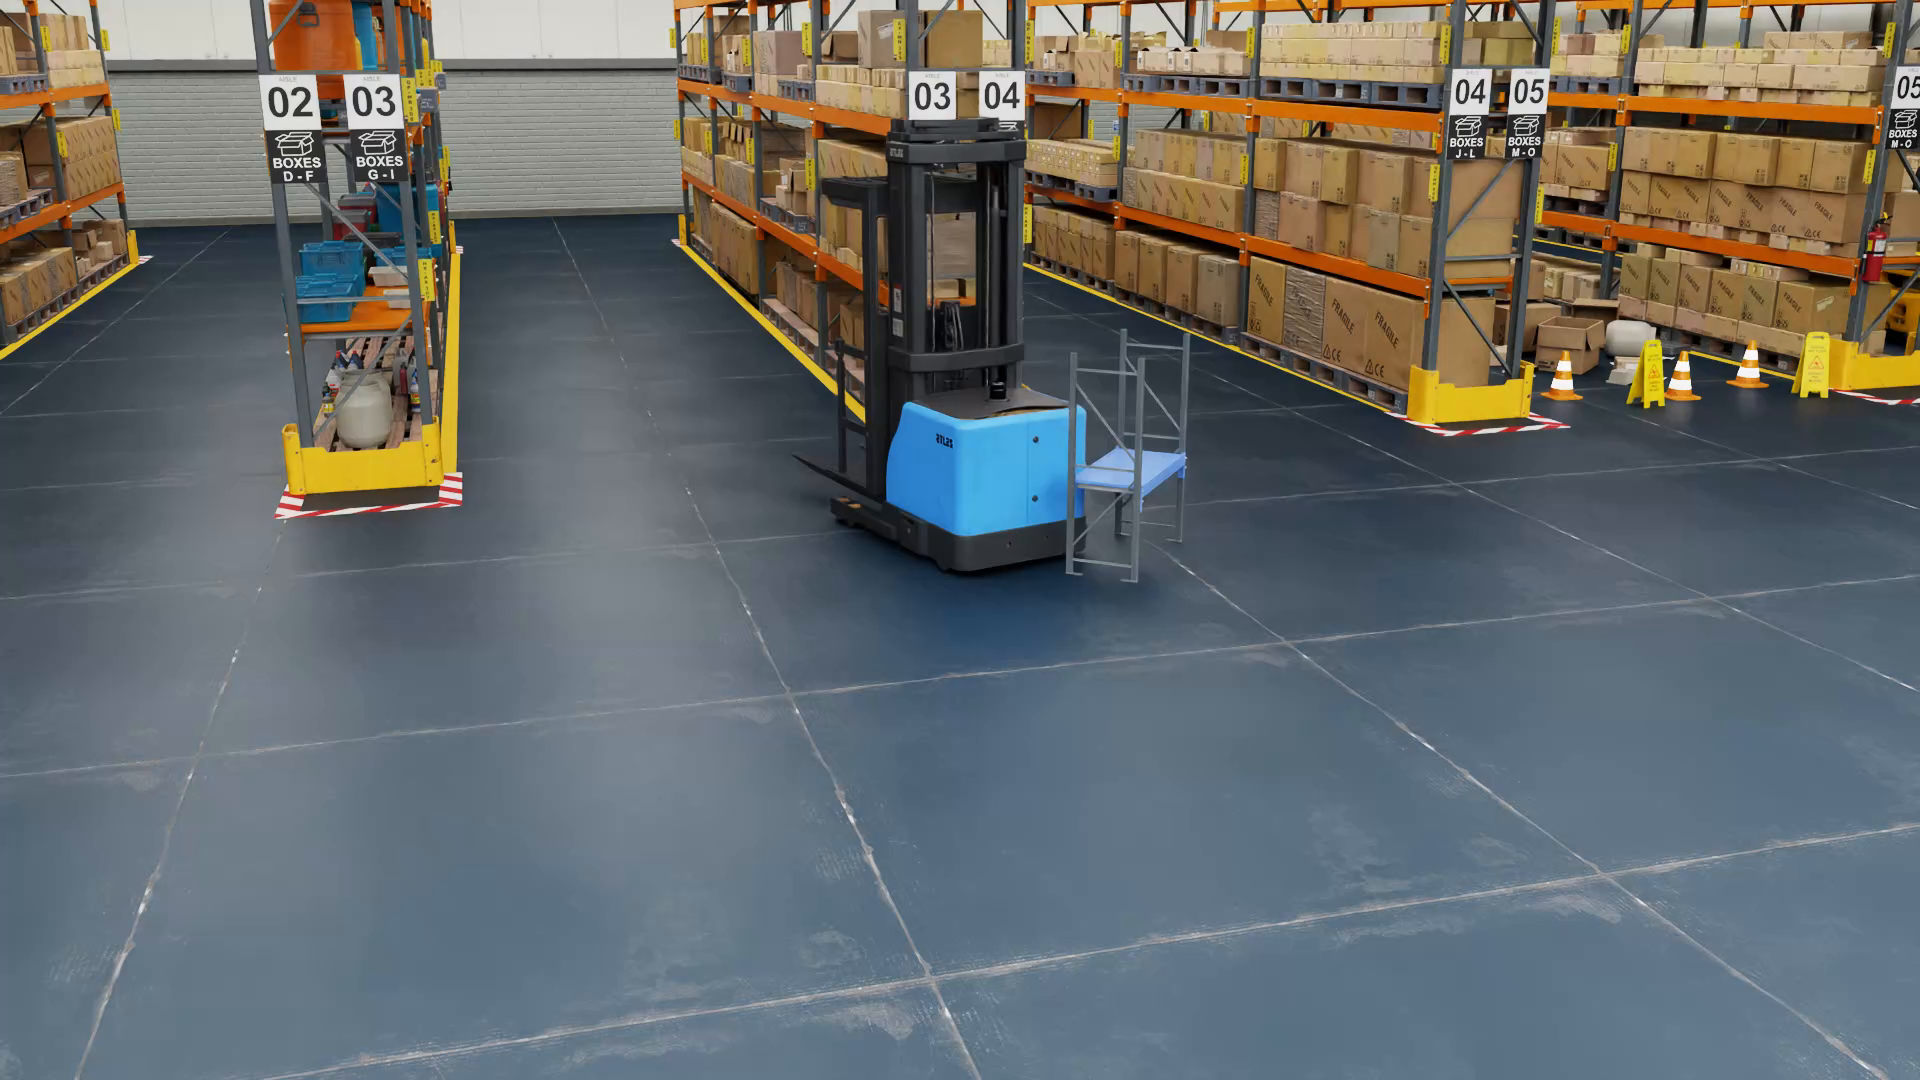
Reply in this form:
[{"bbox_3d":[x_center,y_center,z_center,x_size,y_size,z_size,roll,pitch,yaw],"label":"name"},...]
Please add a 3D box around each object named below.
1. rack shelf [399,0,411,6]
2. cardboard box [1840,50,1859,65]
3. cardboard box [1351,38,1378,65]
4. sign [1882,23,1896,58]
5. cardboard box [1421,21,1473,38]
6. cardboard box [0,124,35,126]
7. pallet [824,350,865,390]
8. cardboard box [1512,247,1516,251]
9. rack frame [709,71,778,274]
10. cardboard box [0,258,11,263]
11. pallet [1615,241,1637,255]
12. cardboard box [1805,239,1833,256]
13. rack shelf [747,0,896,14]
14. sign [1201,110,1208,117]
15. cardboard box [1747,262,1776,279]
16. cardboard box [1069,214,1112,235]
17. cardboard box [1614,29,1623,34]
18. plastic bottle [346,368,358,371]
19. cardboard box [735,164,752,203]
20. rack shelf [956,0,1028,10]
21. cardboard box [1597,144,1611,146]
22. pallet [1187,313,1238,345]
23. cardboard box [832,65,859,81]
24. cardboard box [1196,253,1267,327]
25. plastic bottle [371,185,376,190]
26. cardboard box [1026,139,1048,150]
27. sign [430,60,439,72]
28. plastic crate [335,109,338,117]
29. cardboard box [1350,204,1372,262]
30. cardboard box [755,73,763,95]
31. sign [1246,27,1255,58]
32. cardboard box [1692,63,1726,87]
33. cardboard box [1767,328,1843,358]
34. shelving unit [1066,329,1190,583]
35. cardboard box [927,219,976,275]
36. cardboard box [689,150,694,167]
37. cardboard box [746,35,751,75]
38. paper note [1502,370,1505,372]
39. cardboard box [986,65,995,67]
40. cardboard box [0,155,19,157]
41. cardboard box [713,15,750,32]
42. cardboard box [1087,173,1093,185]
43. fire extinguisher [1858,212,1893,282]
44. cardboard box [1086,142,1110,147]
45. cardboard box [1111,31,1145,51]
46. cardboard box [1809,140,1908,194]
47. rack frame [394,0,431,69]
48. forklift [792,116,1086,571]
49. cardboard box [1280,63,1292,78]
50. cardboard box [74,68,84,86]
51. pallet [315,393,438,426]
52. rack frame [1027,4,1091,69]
[{"bbox_3d":[-5.266,-4.755,14.086,1.077,0.370,4.000,-5,17,-15],"label":"rack shelf"},{"bbox_3d":[9.163,-4.883,16.830,0.380,0.149,0.250,-4,17,-14],"label":"cardboard box"},{"bbox_3d":[4.165,-4.768,16.235,0.500,0.250,0.500,-5,17,-16],"label":"cardboard box"},{"bbox_3d":[9.035,-4.862,16.172,0.100,0.325,0.005,-5,17,-15],"label":"sign"},{"bbox_3d":[4.423,-4.634,15.098,0.380,0.149,0.250,-5,17,-15],"label":"cardboard box"},{"bbox_3d":[-13.310,-5.581,23.407,0.500,0.500,0.500,-5,17,-16],"label":"cardboard box"},{"bbox_3d":[-0.835,-1.844,17.726,1.003,0.211,1.213,-5,17,-15],"label":"pallet"},{"bbox_3d":[7.521,-4.038,24.020,0.950,0.372,0.625,-6,18,-19],"label":"cardboard box"},{"bbox_3d":[-3.252,-5.576,25.300,1.000,3.000,0.127,-5,17,-15],"label":"rack frame"},{"bbox_3d":[-12.592,-3.369,21.533,0.500,0.500,0.500,-4,17,-15],"label":"cardboard box"},{"bbox_3d":[11.646,-4.857,27.755,1.003,0.211,1.213,-5,17,-15],"label":"pallet"},{"bbox_3d":[9.089,-3.068,17.387,0.380,0.149,0.250,-5,17,-16],"label":"cardboard box"},{"bbox_3d":[-1.603,-6.253,19.073,1.077,0.370,4.000,-5,17,-15],"label":"rack shelf"},{"bbox_3d":[5.554,-9.598,37.254,0.339,0.242,0.001,-5,17,-15],"label":"sign"},{"bbox_3d":[8.871,-2.961,18.214,0.380,0.149,0.250,-4,17,-14],"label":"cardboard box"},{"bbox_3d":[1.930,-4.646,24.516,0.500,0.250,0.500,-4,17,-14],"label":"cardboard box"},{"bbox_3d":[11.302,-8.509,28.147,0.396,0.266,0.258,-5,17,-15],"label":"cardboard box"},{"bbox_3d":[-5.689,-1.470,15.603,0.152,0.276,0.135,-5,17,-15],"label":"plastic bottle"},{"bbox_3d":[-2.804,-4.916,22.930,0.500,0.500,0.500,-5,18,-17],"label":"cardboard box"},{"bbox_3d":[0.995,-9.020,27.595,1.077,0.370,4.000,-5,17,-15],"label":"rack shelf"},{"bbox_3d":[8.483,-4.829,21.393,0.500,0.500,0.500,-5,17,-15],"label":"cardboard box"},{"bbox_3d":[3.458,-2.599,20.238,1.003,0.211,1.213,-5,17,-15],"label":"pallet"},{"bbox_3d":[-1.068,-4.659,16.602,0.380,0.149,0.250,-5,17,-15],"label":"cardboard box"},{"bbox_3d":[3.486,-3.015,19.957,1.050,0.750,0.750,-5,17,-16],"label":"cardboard box"},{"bbox_3d":[-7.936,-4.646,22.422,0.152,0.276,0.135,-5,17,-15],"label":"plastic bottle"},{"bbox_3d":[1.210,-6.160,25.919,0.380,0.149,0.250,-4,17,-12],"label":"cardboard box"},{"bbox_3d":[-7.485,-6.668,23.707,0.100,0.325,0.005,-5,17,-15],"label":"sign"},{"bbox_3d":[-5.644,-3.848,14.704,0.336,0.188,0.450,-5,17,-15],"label":"plastic crate"},{"bbox_3d":[4.491,-3.107,16.820,0.875,0.550,0.550,-5,17,-15],"label":"cardboard box"},{"bbox_3d":[-2.269,-5.684,20.707,0.500,0.250,0.500,-4,17,-14],"label":"cardboard box"},{"bbox_3d":[3.224,-5.516,18.443,0.100,0.325,0.005,-5,17,-15],"label":"sign"},{"bbox_3d":[8.608,-5.229,18.675,0.500,0.250,0.500,-5,17,-15],"label":"cardboard box"},{"bbox_3d":[9.086,-2.133,17.889,0.500,0.250,0.500,-5,17,-16],"label":"cardboard box"},{"bbox_3d":[1.152,-0.599,11.339,0.538,1.500,1.048,7,18,23],"label":"shelving unit"},{"bbox_3d":[-0.079,-2.601,14.707,0.875,0.500,0.500,-5,17,-15],"label":"cardboard box"},{"bbox_3d":[-4.195,-6.316,27.509,0.500,0.250,0.500,-5,18,-17],"label":"cardboard box"},{"bbox_3d":[-2.390,-6.320,21.653,0.797,0.503,0.637,-4,17,-12],"label":"cardboard box"},{"bbox_3d":[5.894,-1.826,18.014,0.032,0.001,0.123,4,17,13],"label":"paper note"},{"bbox_3d":[0.749,-7.836,27.870,0.500,0.250,0.500,-5,17,-16],"label":"cardboard box"},{"bbox_3d":[-12.613,-4.709,21.510,0.700,0.500,0.500,-2,17,-6],"label":"cardboard box"},{"bbox_3d":[-3.505,-7.929,25.539,0.500,0.250,0.500,-6,18,-19],"label":"cardboard box"},{"bbox_3d":[2.000,-5.083,23.367,0.380,0.149,0.250,-5,17,-15],"label":"cardboard box"},{"bbox_3d":[9.162,-2.935,16.643,0.296,0.674,0.183,-5,17,-15],"label":"fire extinguisher"},{"bbox_3d":[2.123,-5.923,25.130,0.380,0.149,0.250,-5,18,-17],"label":"cardboard box"},{"bbox_3d":[2.283,-6.776,22.577,0.396,0.266,0.258,-5,17,-15],"label":"cardboard box"},{"bbox_3d":[9.224,-3.833,17.070,0.700,0.500,0.500,-5,17,-17],"label":"cardboard box"},{"bbox_3d":[-8.015,-8.057,23.134,1.000,3.000,0.127,-5,17,-15],"label":"rack frame"},{"bbox_3d":[-0.310,-1.568,12.078,1.130,2.935,3.031,-10,19,-29],"label":"forklift"},{"bbox_3d":[3.656,-5.024,17.783,0.380,0.149,0.250,-5,17,-15],"label":"cardboard box"},{"bbox_3d":[-13.084,-6.728,24.181,0.500,0.250,0.500,-5,17,-15],"label":"cardboard box"},{"bbox_3d":[-5.333,-1.109,15.276,1.003,0.211,1.213,-5,17,-15],"label":"pallet"},{"bbox_3d":[1.544,-8.813,25.650,1.000,3.000,0.127,-5,17,-15],"label":"rack frame"}]
